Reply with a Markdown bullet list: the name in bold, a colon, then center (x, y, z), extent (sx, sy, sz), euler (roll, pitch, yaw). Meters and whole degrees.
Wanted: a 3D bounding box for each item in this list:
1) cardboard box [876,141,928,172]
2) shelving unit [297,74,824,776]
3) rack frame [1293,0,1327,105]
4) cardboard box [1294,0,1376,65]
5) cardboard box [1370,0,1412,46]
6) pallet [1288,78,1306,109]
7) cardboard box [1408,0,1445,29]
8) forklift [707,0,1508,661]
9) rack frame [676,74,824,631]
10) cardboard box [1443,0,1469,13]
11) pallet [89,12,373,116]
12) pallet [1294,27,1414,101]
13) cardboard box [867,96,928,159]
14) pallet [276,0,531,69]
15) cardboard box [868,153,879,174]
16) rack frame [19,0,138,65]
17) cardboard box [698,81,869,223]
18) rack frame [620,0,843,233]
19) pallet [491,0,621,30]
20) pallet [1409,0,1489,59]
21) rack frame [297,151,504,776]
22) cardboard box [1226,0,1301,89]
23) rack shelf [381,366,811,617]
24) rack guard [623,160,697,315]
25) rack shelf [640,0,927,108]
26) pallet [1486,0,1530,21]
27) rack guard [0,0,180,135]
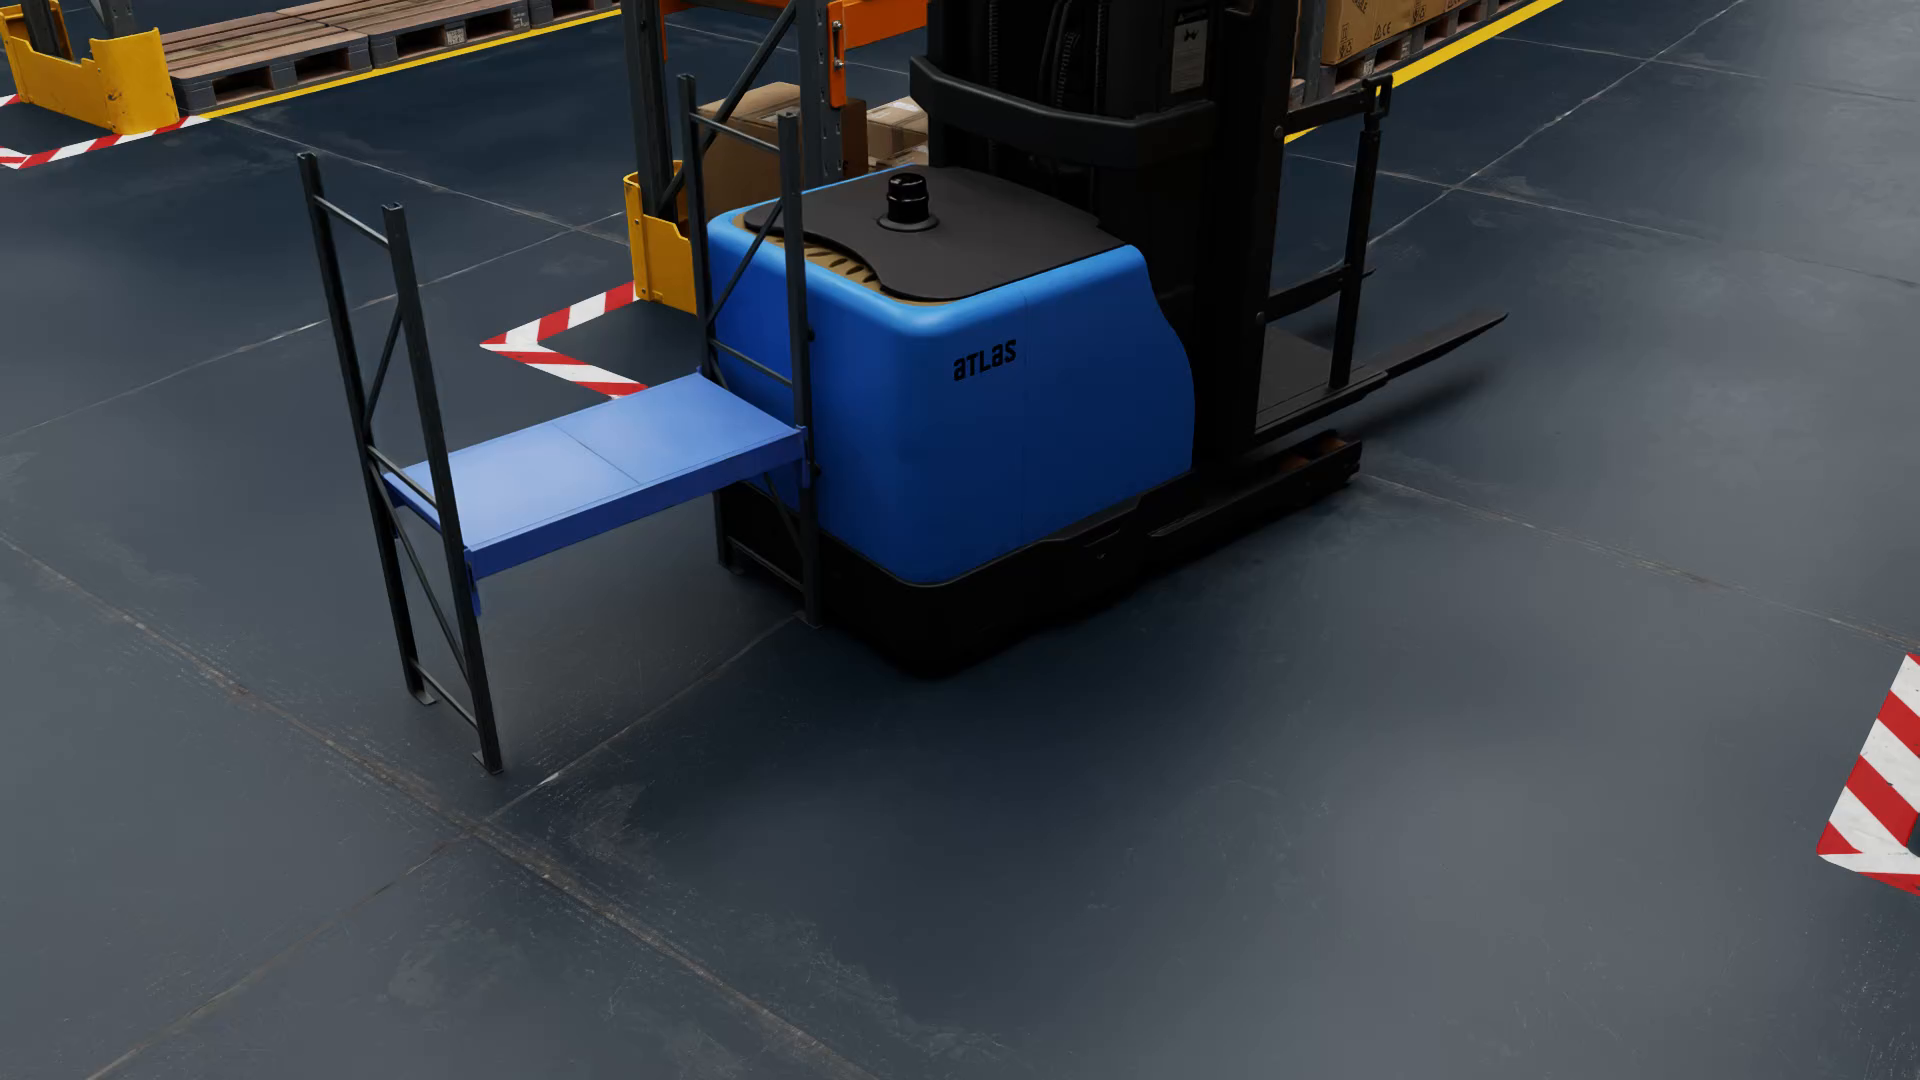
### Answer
- **cardboard box**: center (-0.011, -1.524, 7.146), extent (0.500, 0.250, 0.500), euler (21, 37, 31)
- **shelving unit**: center (-0.956, -0.314, 4.308), extent (1.048, 1.500, 0.538), euler (-24, 38, -34)
- **rack frame**: center (1.547, -3.807, 8.732), extent (1.000, 3.000, 0.127), euler (21, 37, 31)
- **cardboard box**: center (2.034, -3.043, 9.462), extent (0.500, 0.500, 0.500), euler (19, 36, 29)
- **cardboard box**: center (2.347, -3.263, 9.834), extent (0.500, 0.500, 0.500), euler (22, 37, 32)
- **pallet**: center (1.132, -2.328, 8.972), extent (1.003, 0.211, 1.213), euler (21, 37, 31)
- **cardboard box**: center (2.654, -3.464, 10.172), extent (0.500, 0.500, 0.500), euler (22, 37, 32)
- **forklift**: center (0.703, -1.552, 4.994), extent (3.031, 2.935, 1.130), euler (-24, 38, -34)
- **rack frame**: center (-0.571, -0.483, 4.594), extent (0.032, 1.500, 0.500), euler (-24, 38, -34)
- **cardboard box**: center (2.960, -3.669, 10.519), extent (0.500, 0.500, 0.500), euler (20, 36, 30)
- **pallet**: center (-4.285, -2.831, 9.819), extent (1.003, 0.211, 1.213), euler (21, 37, 31)
- **pallet**: center (2.008, -2.950, 10.020), extent (1.003, 0.211, 1.213), euler (21, 37, 31)
- **cardboard box**: center (-0.138, -1.861, 7.714), extent (0.500, 0.250, 0.500), euler (21, 37, 31)
- **pallet**: center (-3.548, -3.325, 10.653), extent (1.003, 0.211, 1.213), euler (21, 37, 31)
- **cardboard box**: center (-0.419, -1.585, 7.330), extent (0.380, 0.166, 0.250), euler (21, 37, 31)
- **rack frame**: center (-4.814, -3.707, 8.563), extent (1.000, 3.000, 0.127), euler (21, 37, 31)
- **cardboard box**: center (-0.735, -1.592, 7.014), extent (0.500, 0.500, 0.500), euler (21, 37, 31)
- **rack frame**: center (-0.867, -2.181, 5.988), extent (1.000, 3.000, 0.127), euler (21, 37, 31)
- **pallet**: center (-2.812, -3.823, 11.493), extent (1.003, 0.211, 1.213), euler (21, 37, 31)
- **pallet**: center (2.744, -3.448, 10.860), extent (1.003, 0.211, 1.213), euler (21, 37, 31)
- **rack frame**: center (-1.340, -0.144, 4.023), extent (0.032, 1.500, 0.500), euler (-24, 38, -34)
- **cardboard box**: center (1.430, -2.602, 8.719), extent (0.500, 0.500, 0.500), euler (21, 37, 31)
- **rack shelf**: center (-0.956, -0.159, 4.400), extent (1.000, 0.185, 0.538), euler (-24, 38, -34)
- **rack guard**: center (-0.821, -1.137, 6.678), extent (1.175, 0.500, 0.348), euler (21, 37, 31)
- **rack shelf**: center (0.340, -2.685, 7.543), extent (1.077, 0.370, 4.000), euler (21, 37, 31)
- **pallet**: center (3.481, -3.941, 11.694), extent (1.003, 0.211, 1.213), euler (21, 37, 31)
- **rack guard**: center (-4.818, -2.618, 9.177), extent (1.175, 0.500, 0.348), euler (21, 37, 31)
